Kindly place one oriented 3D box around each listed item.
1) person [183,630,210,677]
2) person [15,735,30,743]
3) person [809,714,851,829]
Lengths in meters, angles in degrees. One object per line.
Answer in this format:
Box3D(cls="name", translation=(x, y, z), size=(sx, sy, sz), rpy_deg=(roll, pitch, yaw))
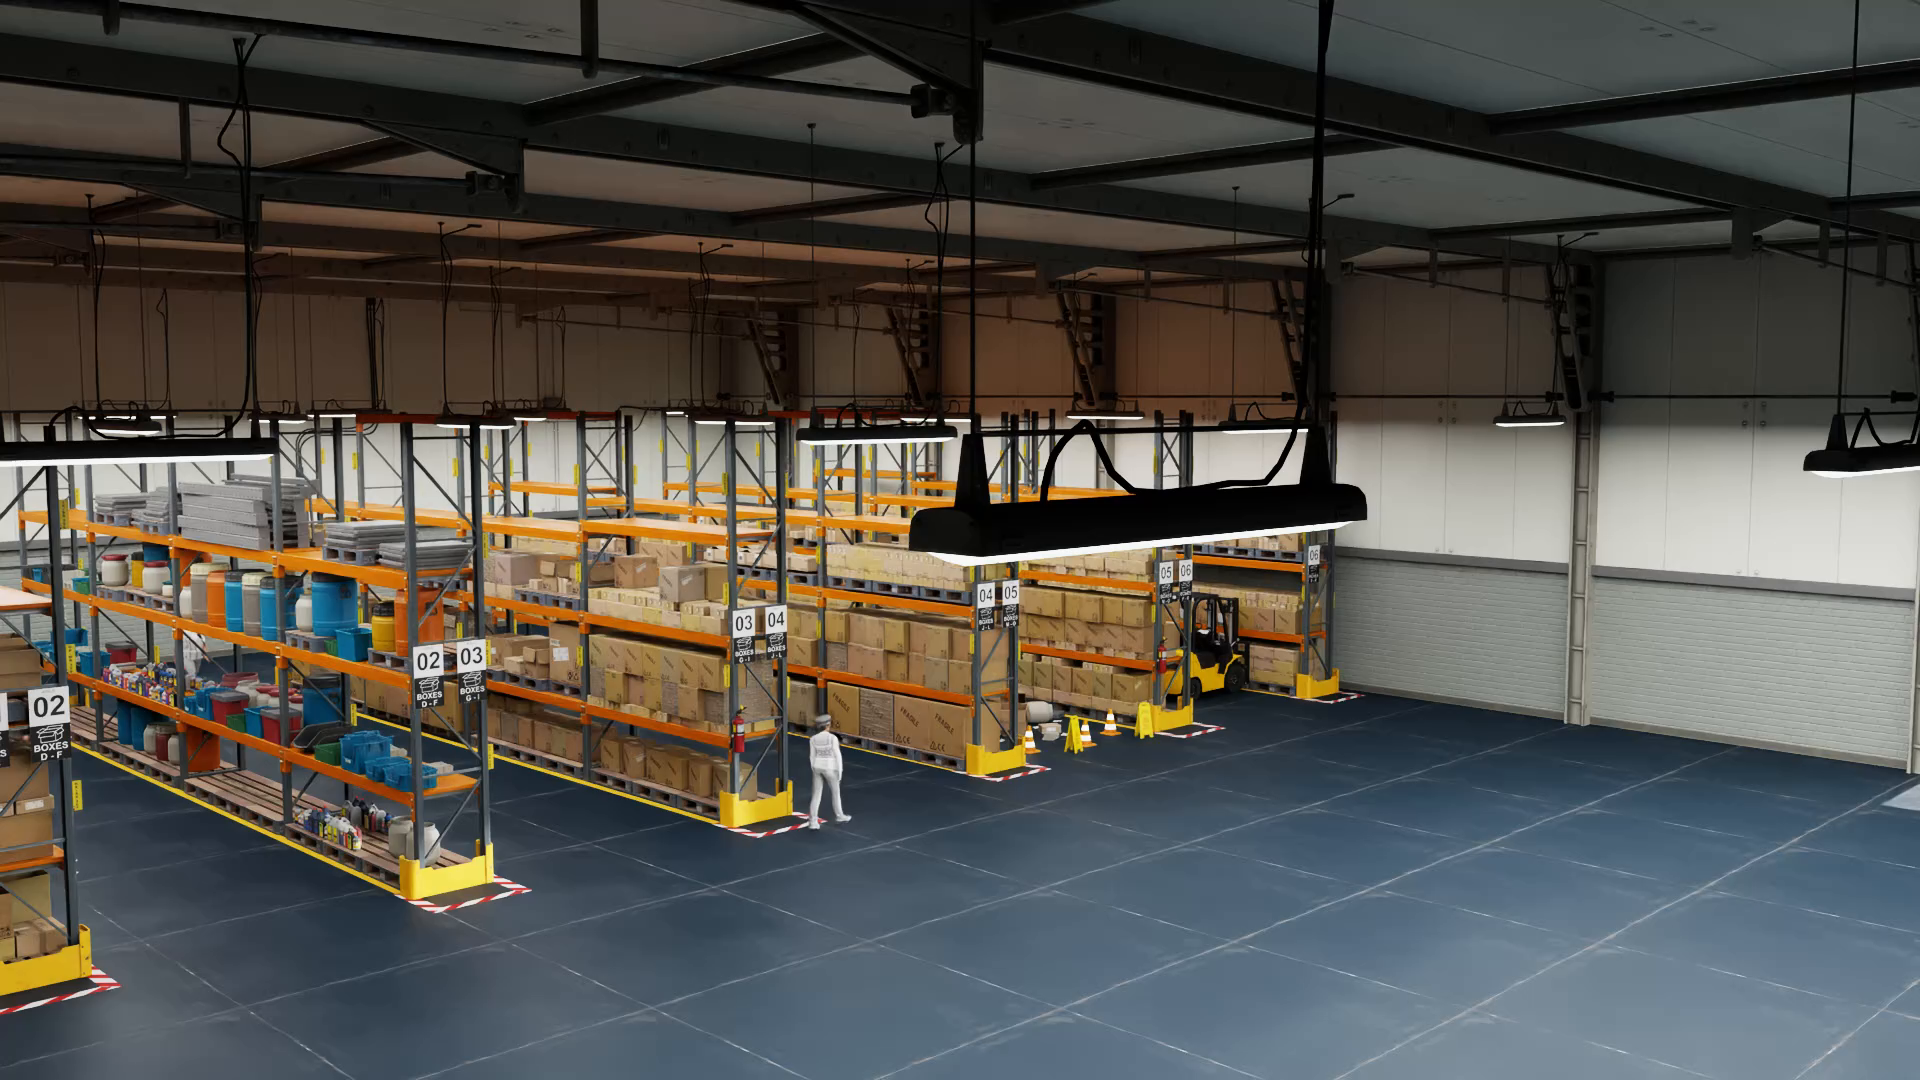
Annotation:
Box3D(cls="person", translation=(-16.017, 2.446, 34.766), size=(1.083, 1.703, 0.577), rpy_deg=(3, 6, 34))
Box3D(cls="person", translation=(-13.393, 3.496, 23.727), size=(0.494, 1.582, 0.508), rpy_deg=(3, 6, 34))
Box3D(cls="person", translation=(-1.952, 3.372, 24.379), size=(0.517, 1.631, 0.896), rpy_deg=(2, 5, 21))
